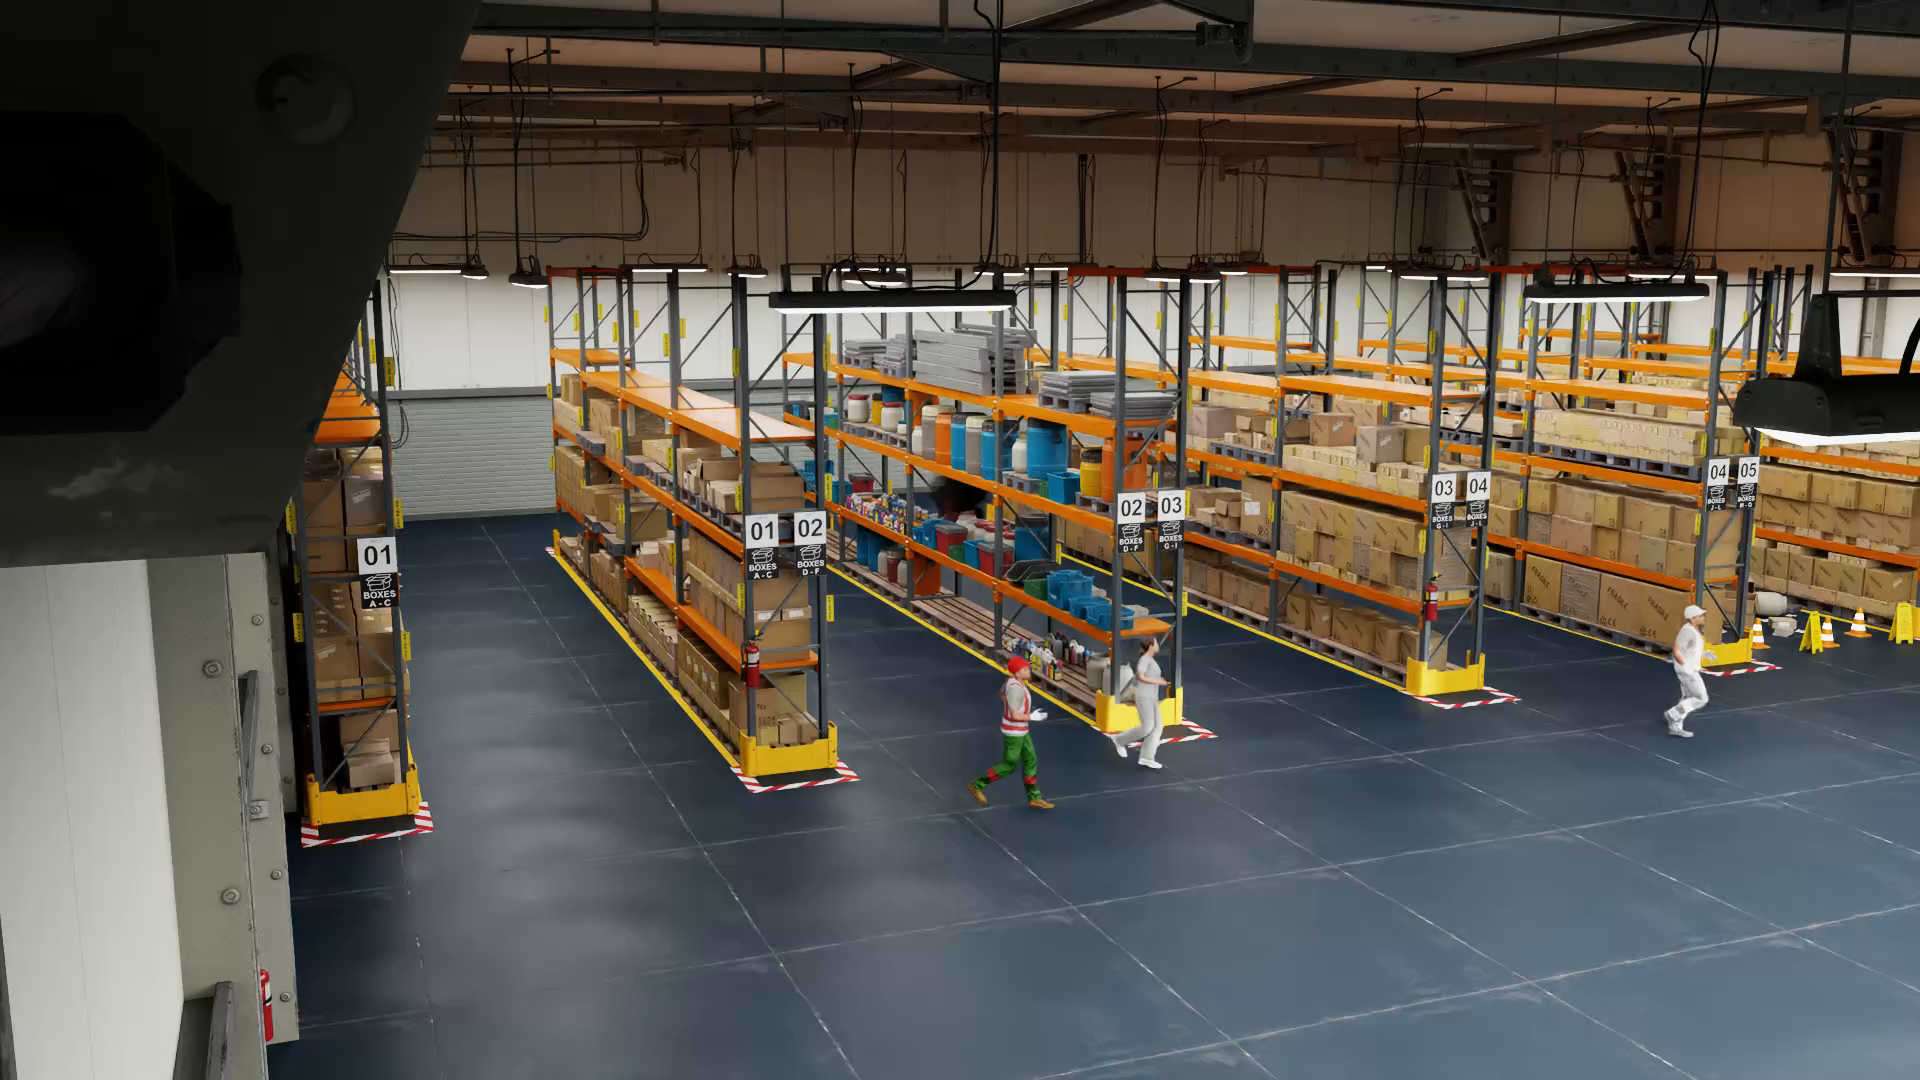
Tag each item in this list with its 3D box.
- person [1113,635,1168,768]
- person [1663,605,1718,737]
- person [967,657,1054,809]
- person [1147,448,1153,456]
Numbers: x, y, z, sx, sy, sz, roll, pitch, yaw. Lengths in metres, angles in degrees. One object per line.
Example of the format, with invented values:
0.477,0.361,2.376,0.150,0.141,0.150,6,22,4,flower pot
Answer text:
2.310,1.990,20.816,0.707,1.560,0.709,5,11,26,person
9.586,1.714,21.779,0.607,1.749,0.637,4,11,23,person
0.586,2.195,18.911,0.989,1.789,0.670,1,10,5,person
4.361,-1.317,39.259,0.862,1.708,0.733,-2,10,-12,person
